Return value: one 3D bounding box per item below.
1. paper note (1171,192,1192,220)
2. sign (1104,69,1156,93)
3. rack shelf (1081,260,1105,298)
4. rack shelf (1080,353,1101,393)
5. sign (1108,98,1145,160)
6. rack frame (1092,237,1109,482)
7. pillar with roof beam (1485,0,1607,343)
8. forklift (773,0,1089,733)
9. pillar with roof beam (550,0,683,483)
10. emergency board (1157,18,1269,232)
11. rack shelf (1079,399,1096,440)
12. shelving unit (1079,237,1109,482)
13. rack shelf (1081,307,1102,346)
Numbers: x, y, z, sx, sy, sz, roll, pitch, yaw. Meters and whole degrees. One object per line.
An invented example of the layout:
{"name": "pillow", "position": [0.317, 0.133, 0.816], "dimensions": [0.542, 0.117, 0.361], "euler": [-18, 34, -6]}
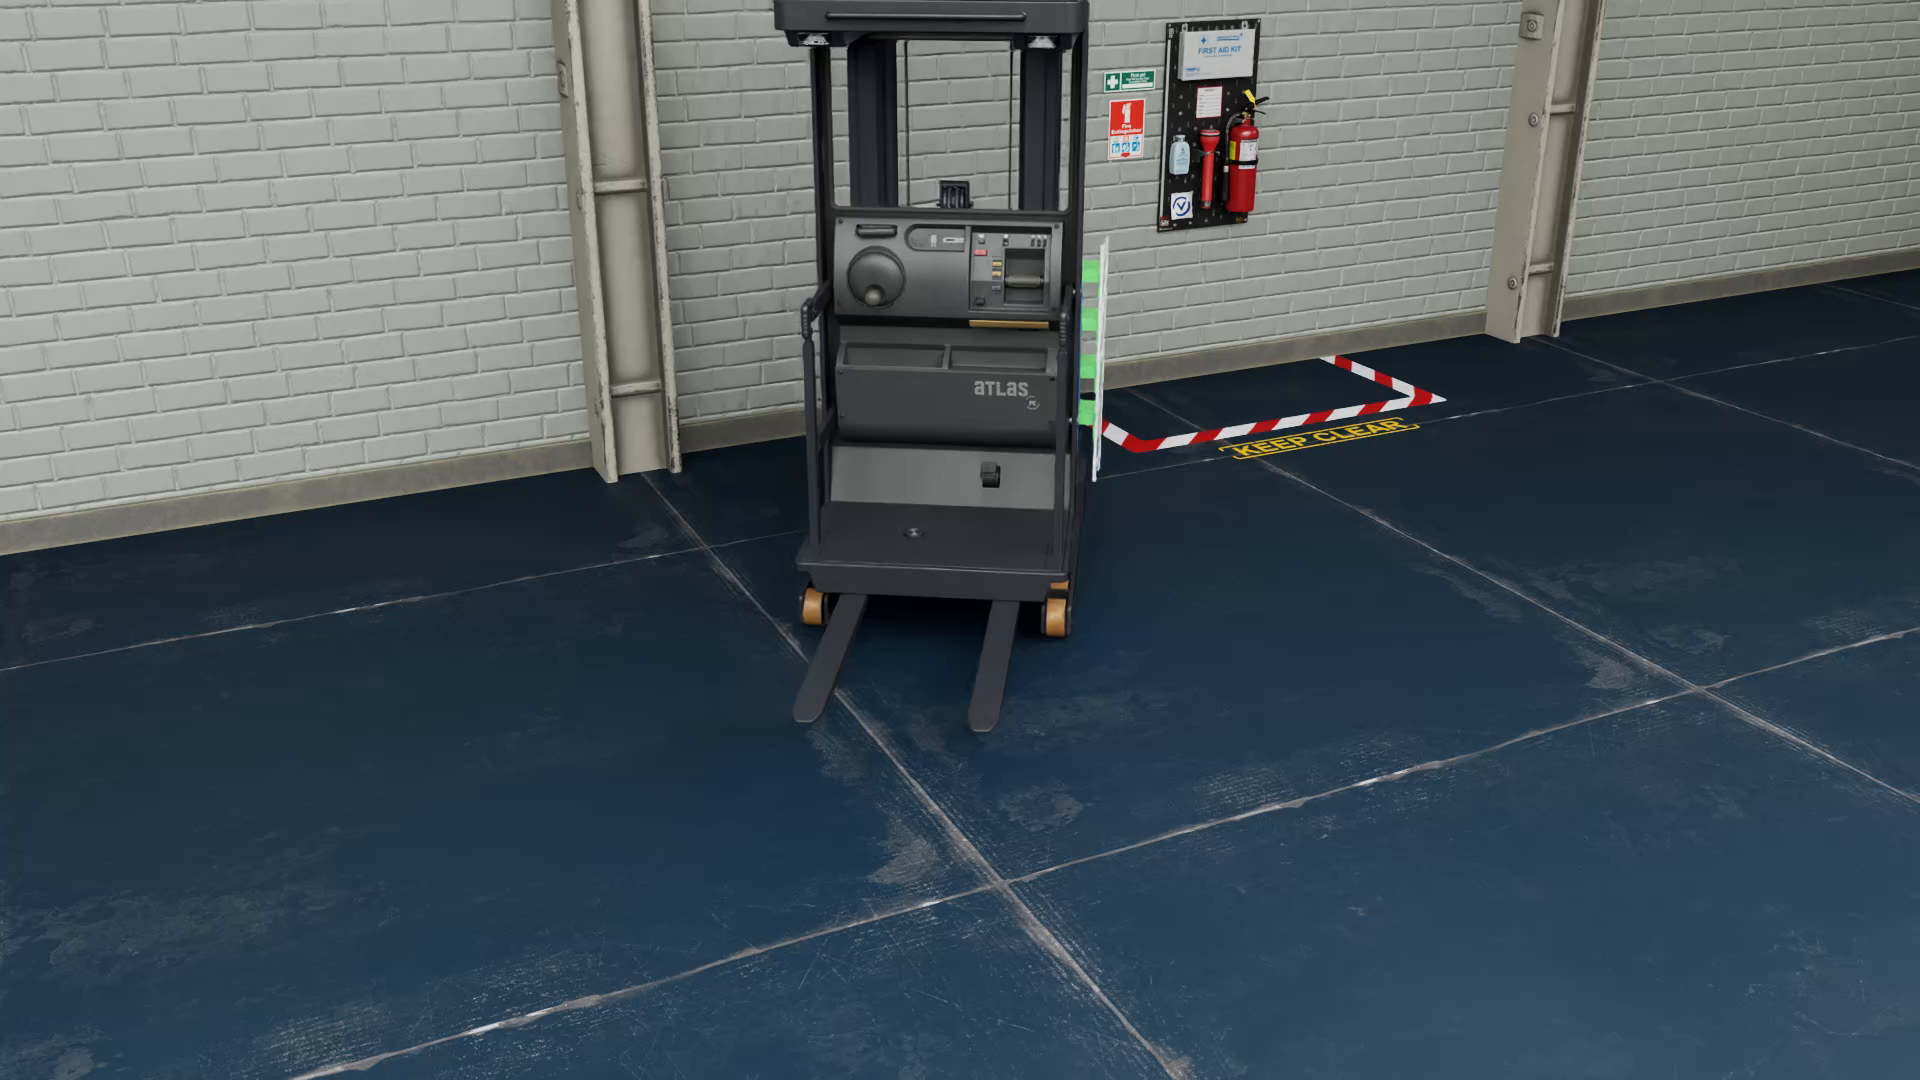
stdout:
{"name": "paper note", "position": [1.293, -1.947, 9.683], "dimensions": [0.142, 0.148, 0.016], "euler": [-10, 25, -24]}
{"name": "sign", "position": [0.948, -2.562, 9.278], "dimensions": [0.331, 0.109, 0.001], "euler": [-10, 25, -24]}
{"name": "rack shelf", "position": [0.468, -1.307, 8.239], "dimensions": [0.480, 0.148, 0.258], "euler": [4, 21, 10]}
{"name": "rack shelf", "position": [0.464, -0.857, 8.405], "dimensions": [0.480, 0.148, 0.258], "euler": [4, 21, 10]}
{"name": "sign", "position": [0.940, -2.320, 9.385], "dimensions": [0.234, 0.329, 0.001], "euler": [-10, 25, -24]}
{"name": "rack frame", "position": [0.705, -0.900, 8.343], "dimensions": [0.015, 1.200, 0.240], "euler": [4, 21, 10]}
{"name": "pillar with roof beam", "position": [5.593, -4.044, 5.755], "dimensions": [0.400, 9.000, 9.100], "euler": [-10, 25, -24]}
{"name": "forklift", "position": [-0.071, -1.092, 6.557], "dimensions": [1.130, 2.935, 3.031], "euler": [2, 23, 6]}
{"name": "pillar with roof beam", "position": [0.187, -3.049, 3.350], "dimensions": [0.400, 9.000, 9.100], "euler": [-10, 25, -24]}
{"name": "emergency board", "position": [1.483, -2.359, 9.528], "dimensions": [0.643, 1.169, 0.194], "euler": [-10, 25, -24]}
{"name": "rack shelf", "position": [0.463, -0.632, 8.488], "dimensions": [0.480, 0.148, 0.258], "euler": [4, 21, 10]}
{"name": "shelving unit", "position": [0.465, -0.917, 8.383], "dimensions": [0.503, 1.200, 0.258], "euler": [4, 21, 10]}
{"name": "rack shelf", "position": [0.466, -1.082, 8.322], "dimensions": [0.480, 0.148, 0.258], "euler": [4, 21, 10]}
